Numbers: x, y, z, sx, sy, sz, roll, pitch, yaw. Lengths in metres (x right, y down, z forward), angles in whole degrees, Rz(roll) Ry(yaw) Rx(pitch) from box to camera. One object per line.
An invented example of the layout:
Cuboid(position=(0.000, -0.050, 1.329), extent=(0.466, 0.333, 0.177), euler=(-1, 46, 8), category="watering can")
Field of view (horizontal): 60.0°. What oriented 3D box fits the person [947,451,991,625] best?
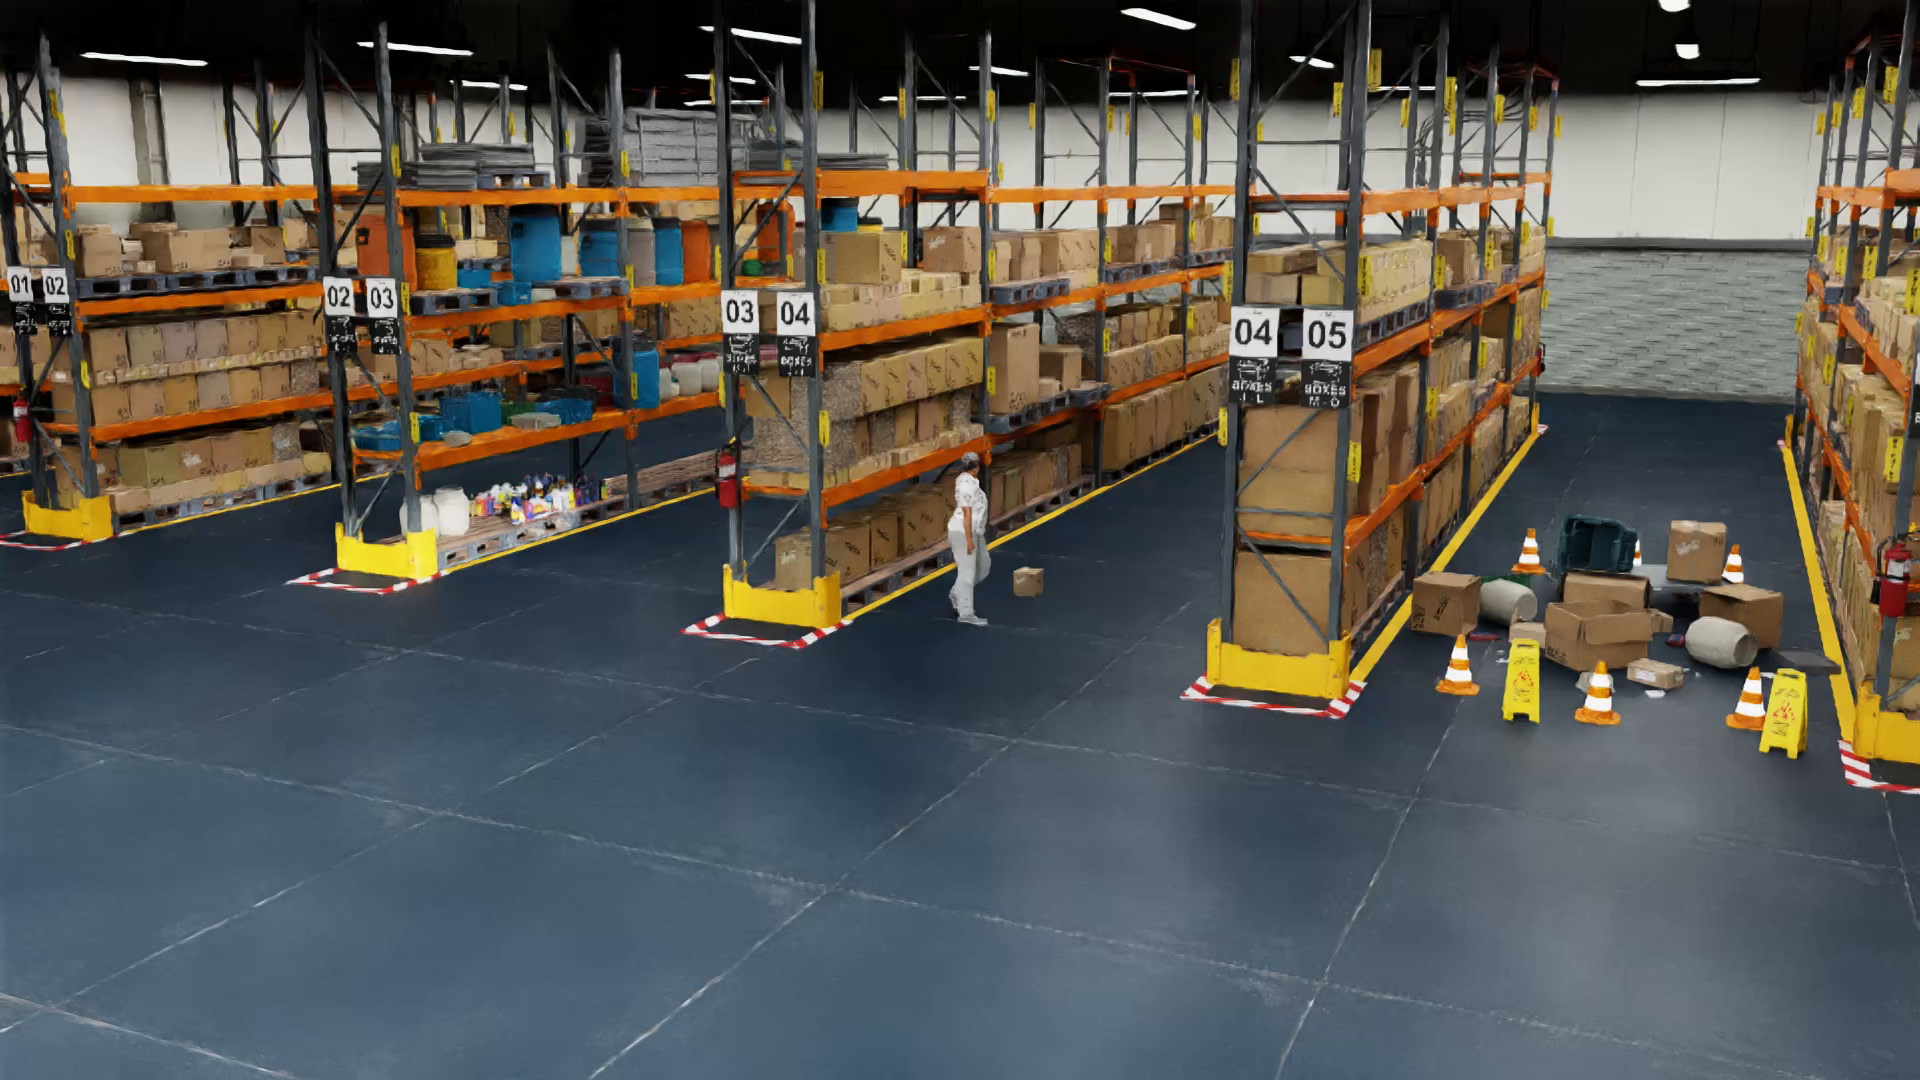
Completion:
Cuboid(position=(0.090, -0.033, 16.191), extent=(0.465, 1.629, 0.650), euler=(2, 13, 10), category="person")
